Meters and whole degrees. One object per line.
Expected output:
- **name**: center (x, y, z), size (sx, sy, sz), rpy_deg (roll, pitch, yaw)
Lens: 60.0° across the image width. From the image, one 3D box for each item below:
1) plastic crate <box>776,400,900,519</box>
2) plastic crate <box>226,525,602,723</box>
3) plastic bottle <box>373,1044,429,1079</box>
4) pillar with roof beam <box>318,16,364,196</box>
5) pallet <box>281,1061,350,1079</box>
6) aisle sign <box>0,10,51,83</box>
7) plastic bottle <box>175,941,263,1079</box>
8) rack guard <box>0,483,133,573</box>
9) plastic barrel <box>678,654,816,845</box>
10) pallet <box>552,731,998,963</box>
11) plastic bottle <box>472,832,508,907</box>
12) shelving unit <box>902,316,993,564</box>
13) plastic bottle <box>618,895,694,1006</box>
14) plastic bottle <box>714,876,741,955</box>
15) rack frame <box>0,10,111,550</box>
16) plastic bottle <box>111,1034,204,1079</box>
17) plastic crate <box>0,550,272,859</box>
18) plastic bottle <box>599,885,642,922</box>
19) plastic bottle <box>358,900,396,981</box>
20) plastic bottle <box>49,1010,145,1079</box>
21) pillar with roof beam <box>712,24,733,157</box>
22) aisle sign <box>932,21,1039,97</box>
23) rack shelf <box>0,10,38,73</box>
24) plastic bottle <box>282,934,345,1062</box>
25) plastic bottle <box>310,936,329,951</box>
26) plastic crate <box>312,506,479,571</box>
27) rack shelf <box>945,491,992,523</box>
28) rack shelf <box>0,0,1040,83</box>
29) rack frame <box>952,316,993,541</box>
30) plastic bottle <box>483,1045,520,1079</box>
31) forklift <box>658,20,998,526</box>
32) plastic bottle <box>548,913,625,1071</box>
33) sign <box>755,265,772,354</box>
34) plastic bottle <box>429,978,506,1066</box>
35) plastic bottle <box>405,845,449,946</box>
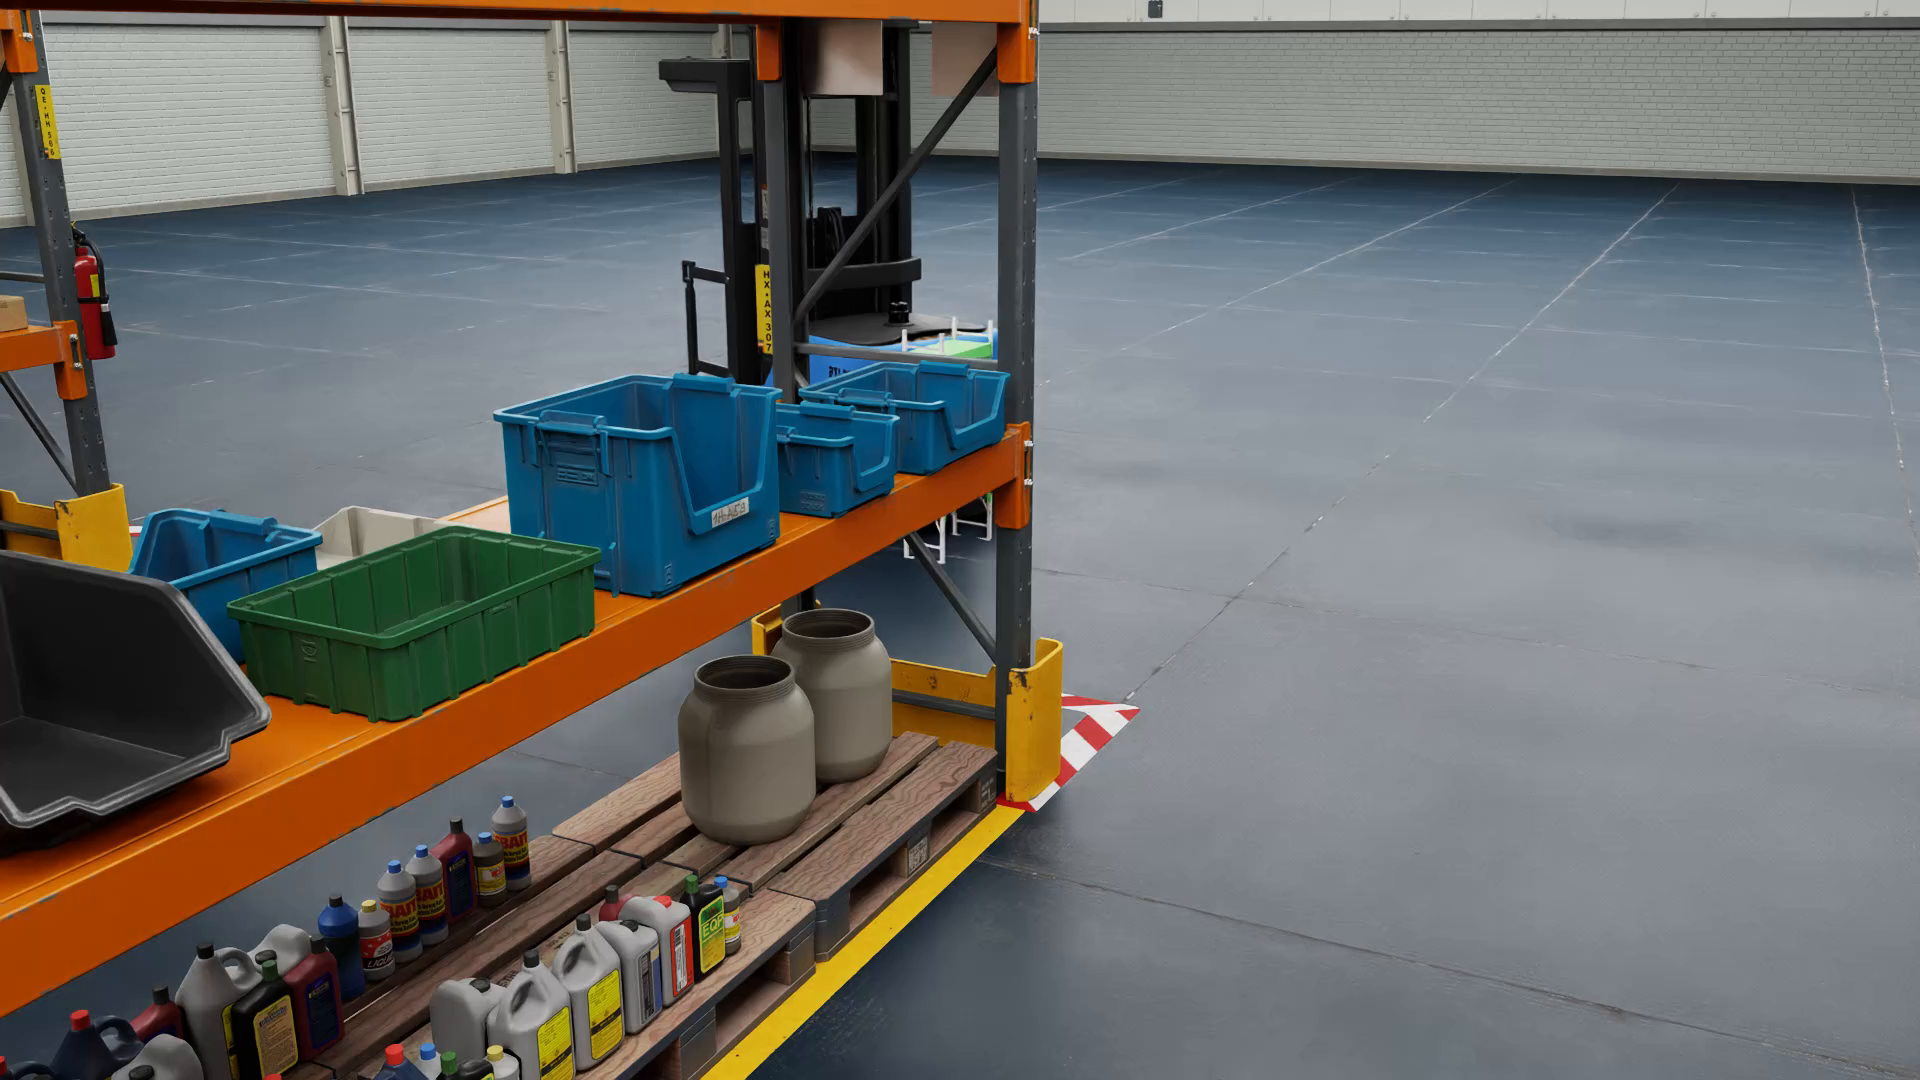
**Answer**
- **plastic crate**: center (-0.466, -0.243, 4.836), size (0.499, 0.251, 0.408), rpy_deg (8, 18, 25)
- **plastic crate**: center (-1.144, 0.166, 3.570), size (0.450, 0.188, 0.662), rpy_deg (8, 18, 25)
- **plastic bottle**: center (-1.186, 1.232, 3.488), size (0.144, 0.351, 0.185), rpy_deg (7, 18, 23)
- **pillar with roof beam**: center (-7.177, -10.017, 26.944), size (9.100, 9.000, 0.400), rpy_deg (8, 18, 25)
- **pallet**: center (-1.665, 1.545, 3.452), size (1.003, 0.211, 1.213), rpy_deg (8, 18, 25)
- **aisle sign**: center (-4.350, -2.499, 7.603), size (0.394, 0.787, 0.004), rpy_deg (8, 18, 25)
- **plastic bottle**: center (-1.743, 1.101, 3.929), size (0.144, 0.351, 0.185), rpy_deg (8, 18, 25)
- **rack guard**: center (-4.680, -0.057, 8.339), size (1.175, 0.500, 0.348), rpy_deg (8, 18, 25)
- **plastic barrel**: center (-0.665, 0.652, 5.195), size (0.421, 0.512, 0.421), rpy_deg (0, 17, 0)
- **pallet**: center (-0.575, 0.923, 5.544), size (1.003, 0.211, 1.213), rpy_deg (8, 18, 25)
- **plastic bottle**: center (-1.350, 0.934, 4.753), size (0.097, 0.201, 0.097), rpy_deg (0, 17, 0)
- **shelving unit**: center (-0.060, -0.528, 8.694), size (0.258, 1.200, 0.503), rpy_deg (10, 19, 29)
- **plastic bottle**: center (-0.781, 1.034, 4.285), size (0.152, 0.276, 0.135), rpy_deg (8, 18, 26)
- **plastic bottle**: center (-0.644, 1.009, 4.500), size (0.097, 0.201, 0.097), rpy_deg (0, 17, 0)
- **rack frame**: center (-4.646, -1.275, 8.049), size (1.000, 3.000, 0.127), rpy_deg (8, 18, 25)
- **plastic bottle**: center (-1.743, 1.232, 3.620), size (0.152, 0.276, 0.135), rpy_deg (8, 18, 25)
- **plastic crate**: center (-1.655, 0.287, 2.900), size (0.767, 0.338, 0.504), rpy_deg (8, 18, 25)
- **plastic bottle**: center (-0.876, 1.017, 4.329), size (0.061, 0.283, 0.133), rpy_deg (8, 18, 25)
- **plastic bottle**: center (-1.546, 1.046, 4.377), size (0.097, 0.201, 0.097), rpy_deg (0, 17, 0)
- **plastic bottle**: center (-1.887, 1.183, 3.652), size (0.144, 0.351, 0.185), rpy_deg (7, 18, 23)
- **pillar with roof beam**: center (-1.815, -13.073, 37.235), size (9.100, 9.000, 0.400), rpy_deg (8, 18, 25)
- **aisle sign**: center (0.083, -1.872, 5.491), size (0.394, 0.787, 0.004), rpy_deg (8, 18, 25)
- **rack shelf**: center (-5.540, -1.859, 6.009), size (1.077, 0.370, 4.000), rpy_deg (8, 18, 25)
- **plastic bottle**: center (-1.571, 1.106, 4.031), size (0.061, 0.283, 0.133), rpy_deg (8, 18, 25)
- **plastic bottle**: center (-1.638, 1.098, 4.201), size (0.097, 0.201, 0.097), rpy_deg (0, 17, 0)
- **plastic crate**: center (-1.504, 0.055, 4.035), size (0.530, 0.136, 0.437), rpy_deg (8, 18, 25)
- **rack shelf**: center (-0.060, -0.236, 8.780), size (0.258, 0.148, 0.480), rpy_deg (10, 19, 29)
- **rack shelf**: center (-1.109, -1.228, 3.887), size (1.077, 0.370, 4.000), rpy_deg (8, 18, 25)
- **rack frame**: center (0.065, -0.587, 8.895), size (0.240, 1.200, 0.015), rpy_deg (10, 19, 29)
- **plastic bottle**: center (-1.039, 1.235, 3.742), size (0.097, 0.201, 0.097), rpy_deg (0, 17, 0)
- **forklift**: center (-1.041, -1.769, 9.831), size (1.130, 2.935, 3.031), rpy_deg (-13, 21, -37)
- **plastic bottle**: center (-0.913, 1.076, 4.012), size (0.144, 0.351, 0.185), rpy_deg (9, 19, 28)
- **sign**: center (-0.705, -0.849, 6.127), size (0.100, 0.325, 0.005), rpy_deg (8, 18, 25)
- **plastic bottle**: center (-1.140, 1.147, 3.905), size (0.152, 0.276, 0.135), rpy_deg (8, 18, 25)
- **plastic bottle**: center (-1.457, 0.962, 4.538), size (0.097, 0.271, 0.097), rpy_deg (0, 17, 0)
